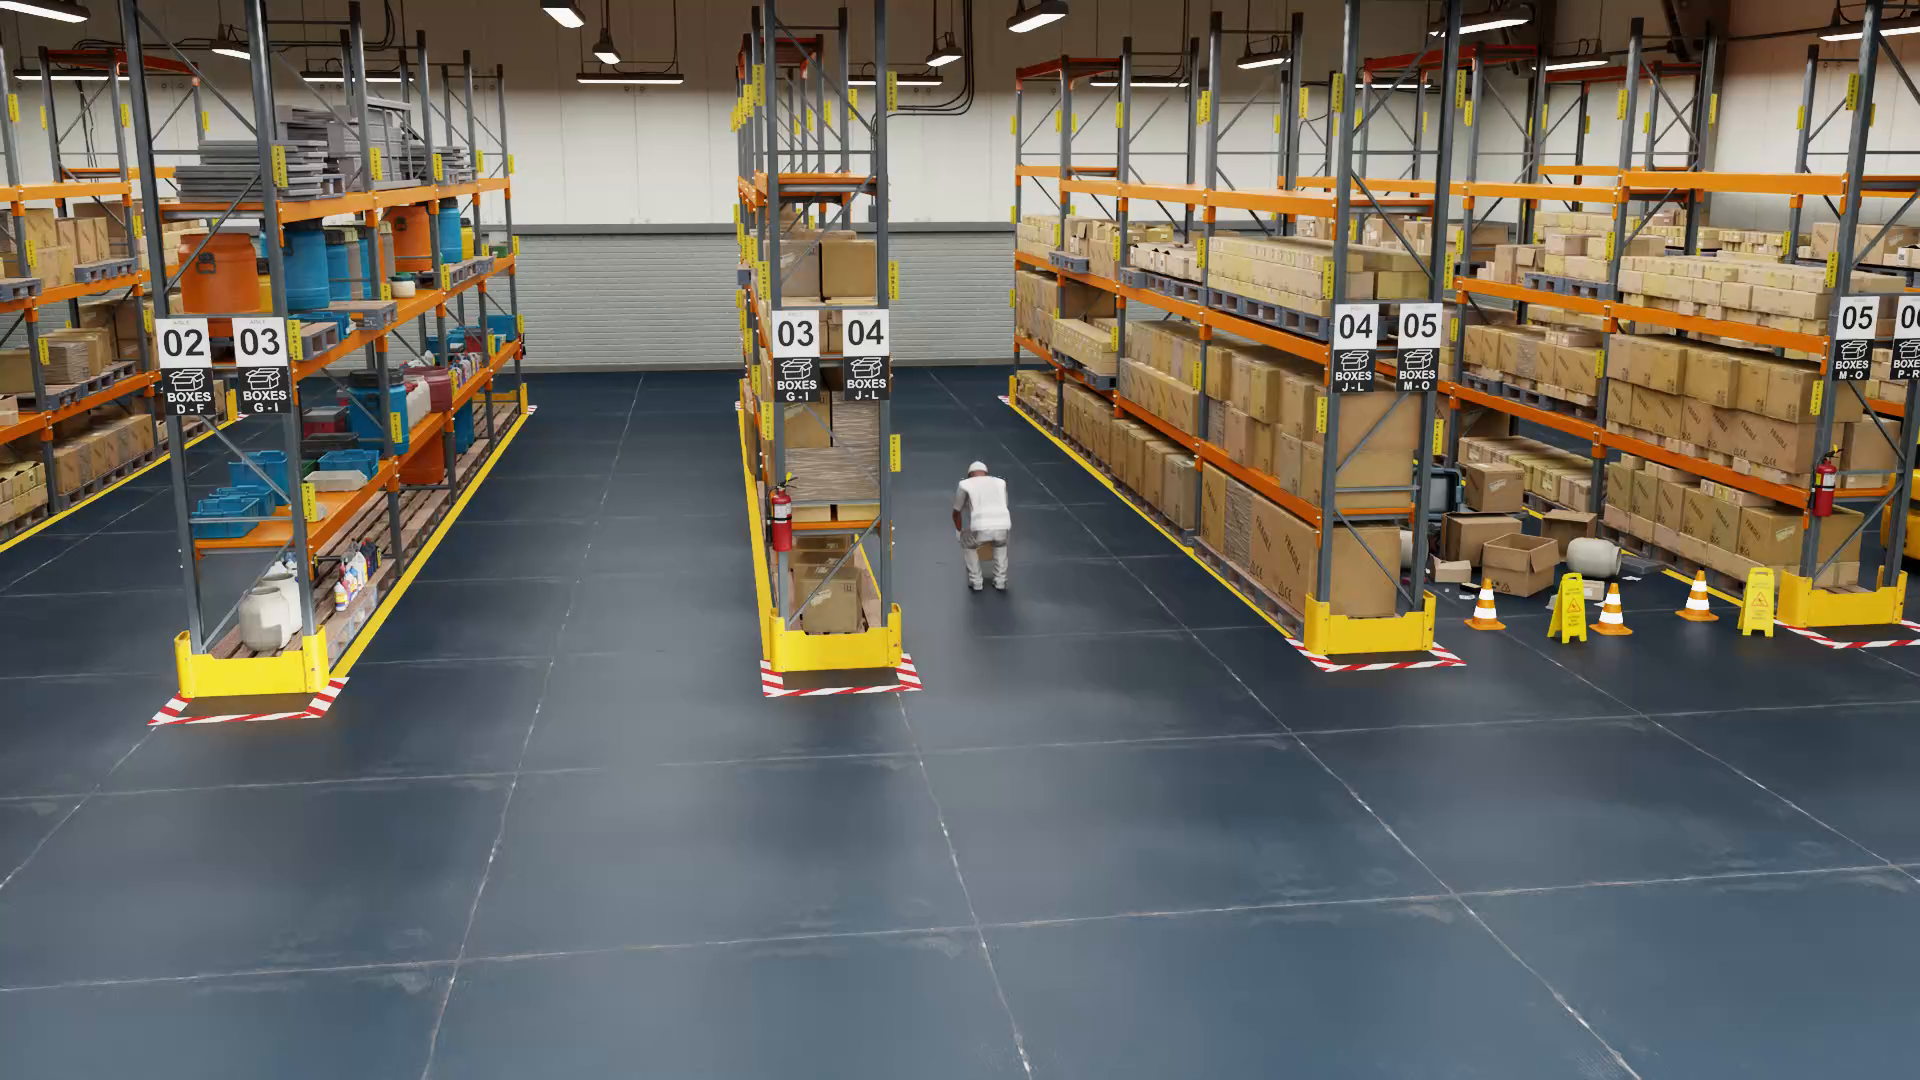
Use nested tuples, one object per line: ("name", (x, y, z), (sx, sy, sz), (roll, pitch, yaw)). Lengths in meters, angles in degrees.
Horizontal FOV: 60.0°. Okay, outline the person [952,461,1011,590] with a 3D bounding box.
("person", (0.240, -0.144, 17.654), (0.610, 1.293, 0.823), (-2, 13, -8))
